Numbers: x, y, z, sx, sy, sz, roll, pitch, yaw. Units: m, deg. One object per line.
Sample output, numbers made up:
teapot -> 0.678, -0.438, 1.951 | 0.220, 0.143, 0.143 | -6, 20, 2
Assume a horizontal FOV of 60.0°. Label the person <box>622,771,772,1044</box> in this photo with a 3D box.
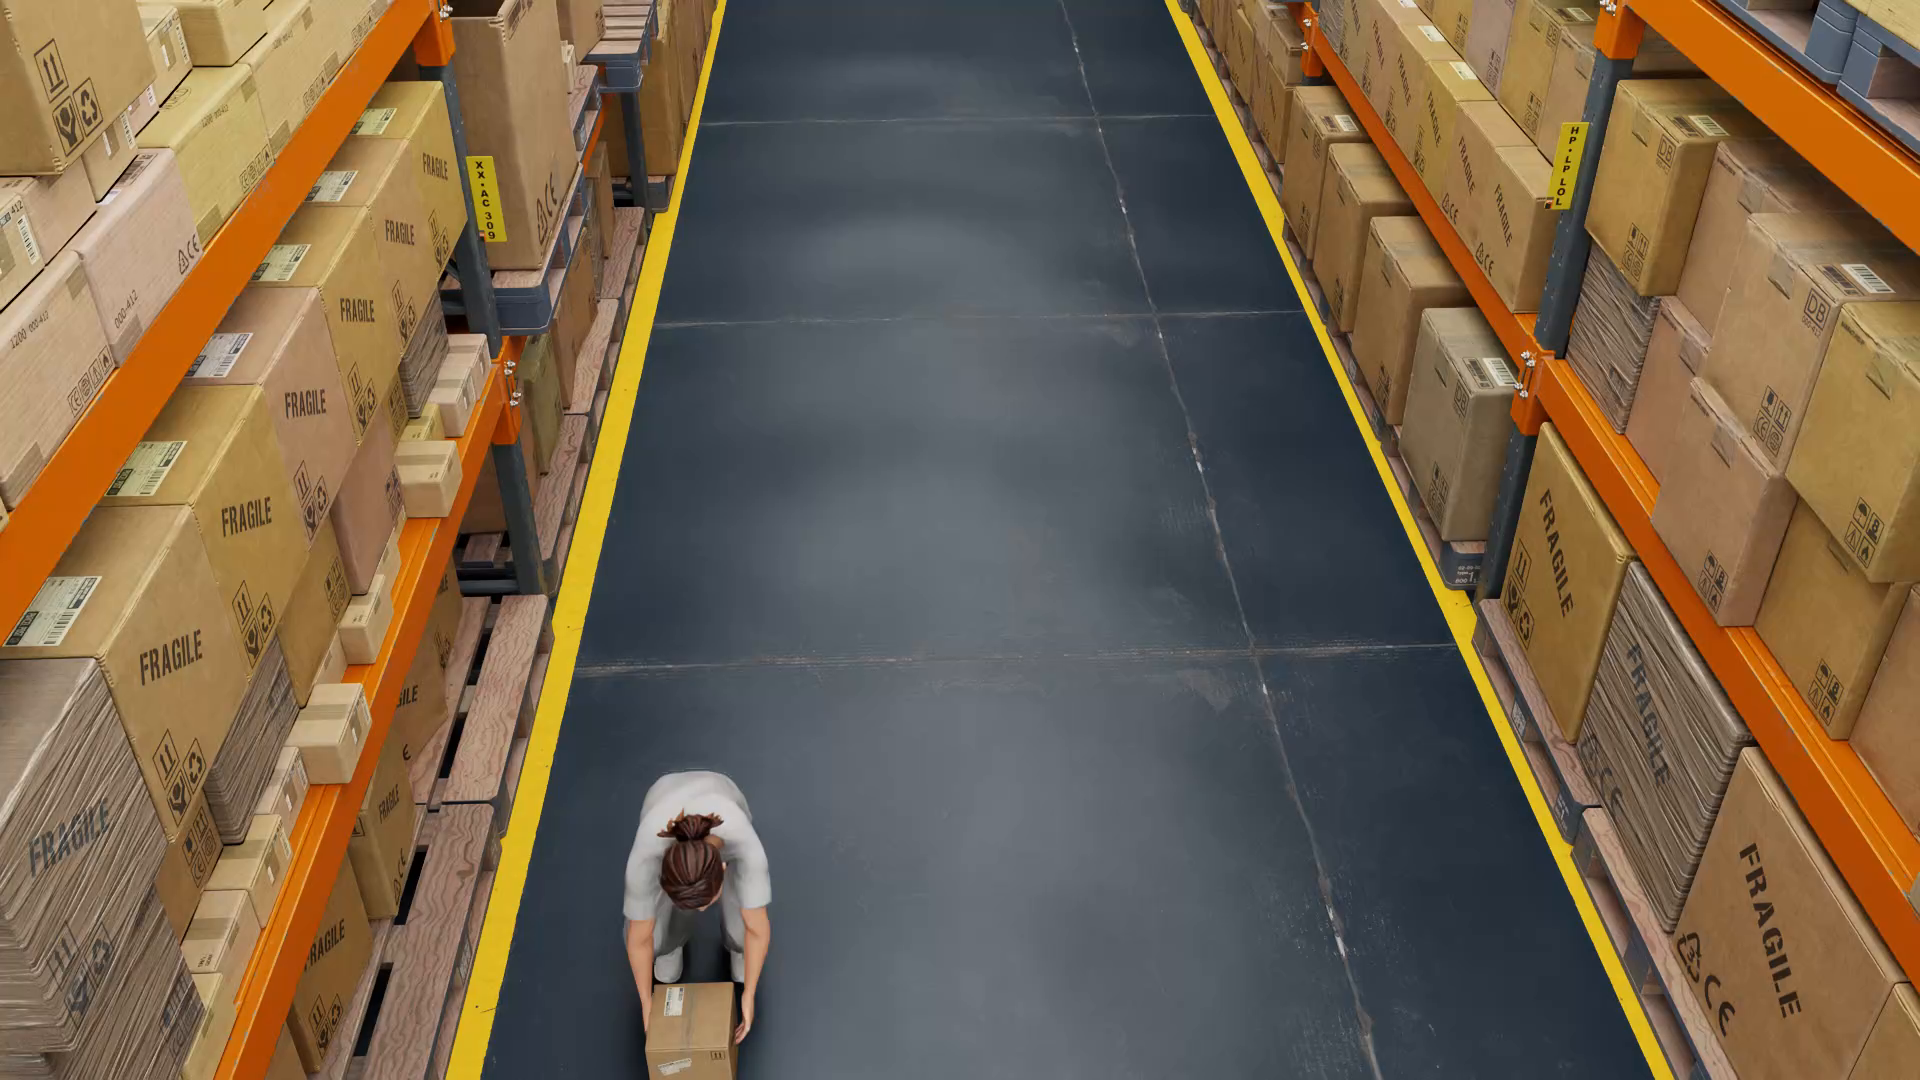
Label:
person -> -0.826, 1.090, 5.275 | 0.482, 0.910, 0.796 | -2, 35, -2
